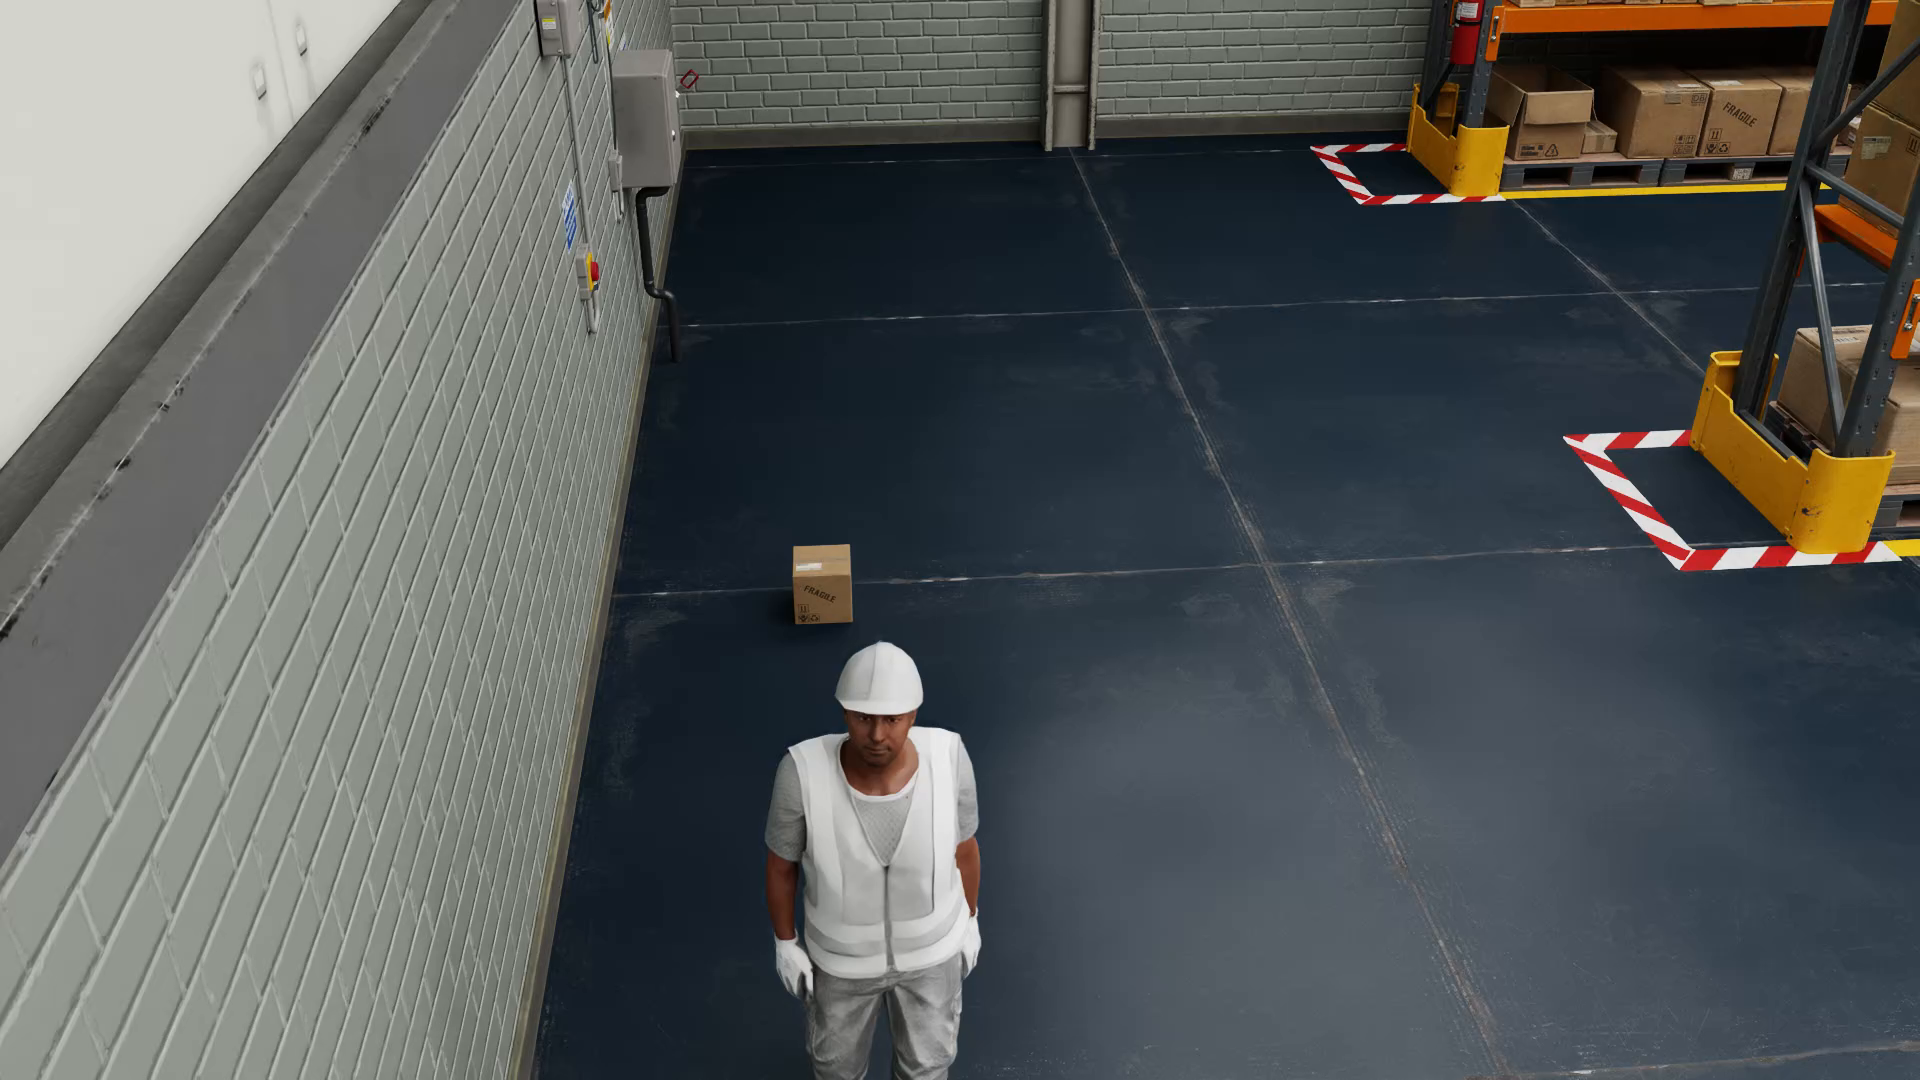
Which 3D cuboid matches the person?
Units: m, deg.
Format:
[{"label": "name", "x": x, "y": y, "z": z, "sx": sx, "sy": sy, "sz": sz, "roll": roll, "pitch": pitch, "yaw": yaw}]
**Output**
[{"label": "person", "x": -0.221, "y": 1.018, "z": 4.388, "sx": 0.562, "sy": 1.763, "sz": 0.773, "roll": -4, "pitch": 31, "yaw": -7}]
